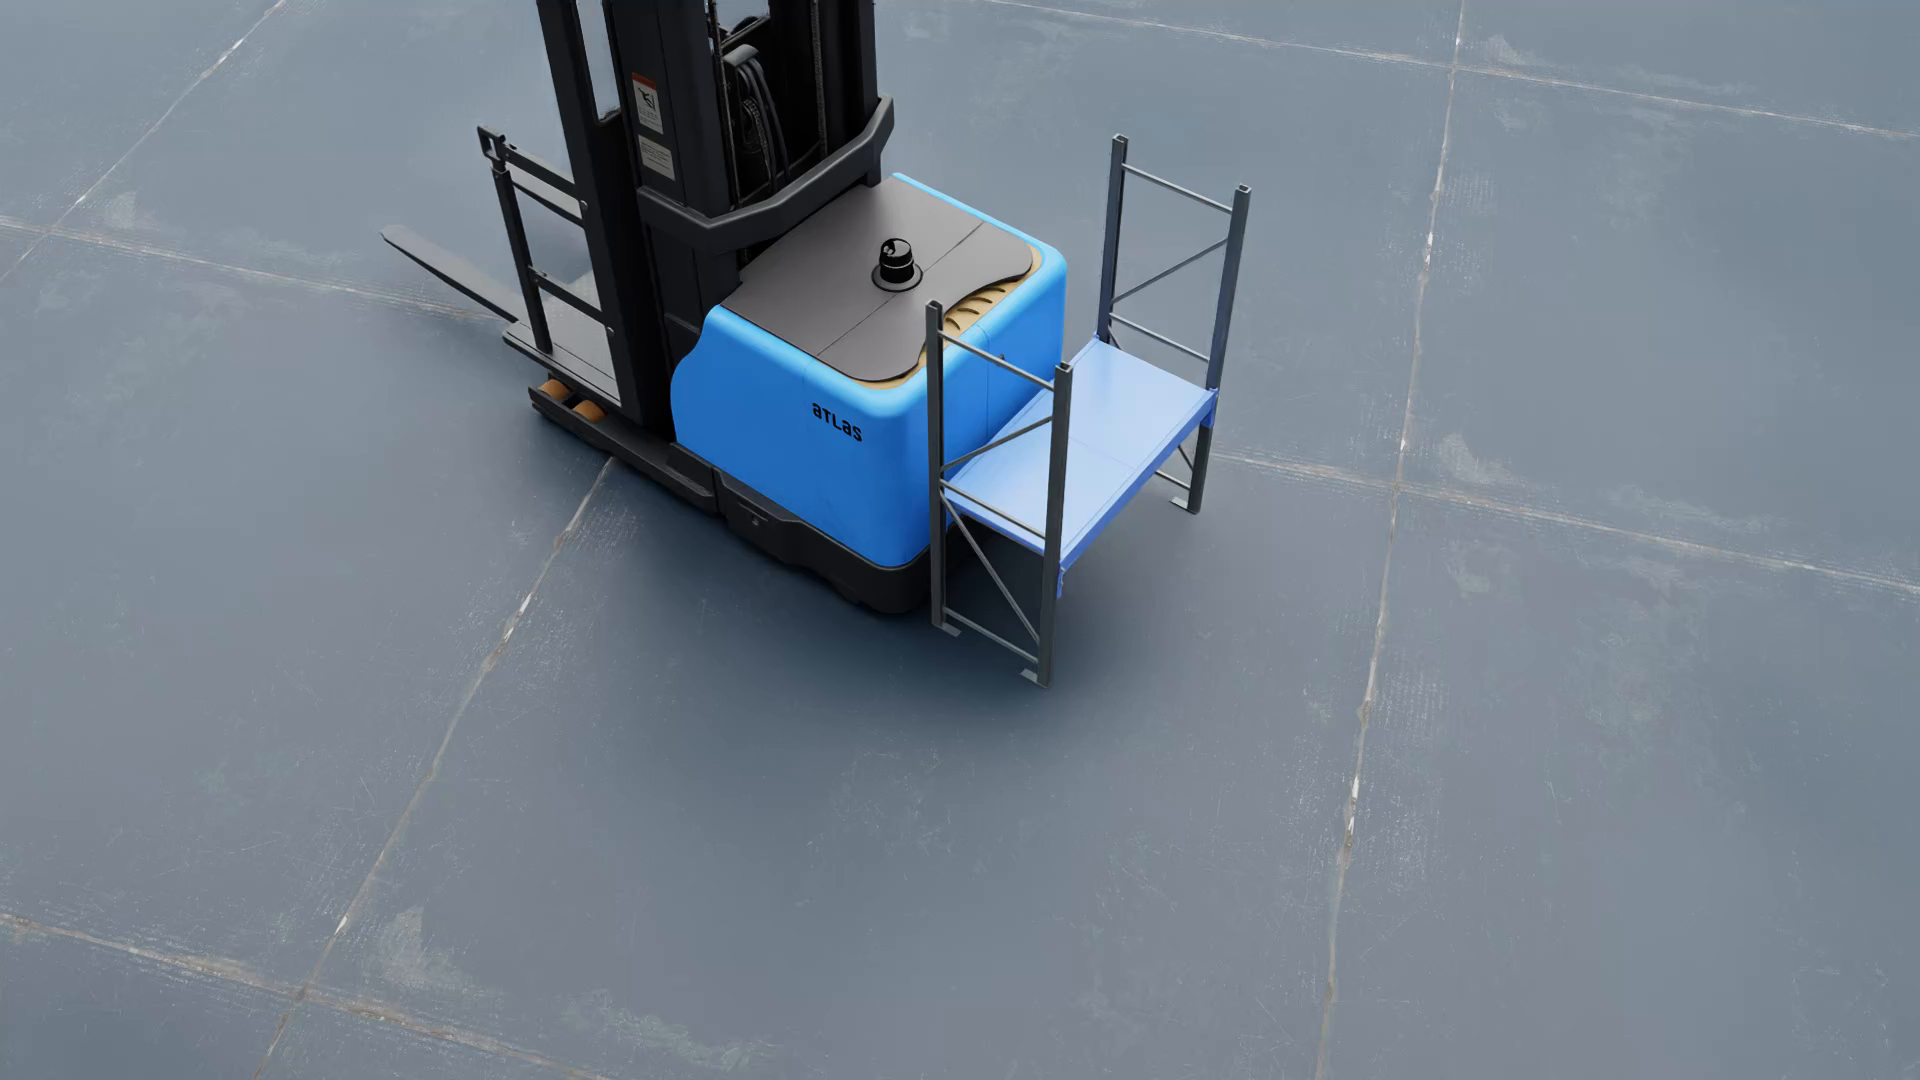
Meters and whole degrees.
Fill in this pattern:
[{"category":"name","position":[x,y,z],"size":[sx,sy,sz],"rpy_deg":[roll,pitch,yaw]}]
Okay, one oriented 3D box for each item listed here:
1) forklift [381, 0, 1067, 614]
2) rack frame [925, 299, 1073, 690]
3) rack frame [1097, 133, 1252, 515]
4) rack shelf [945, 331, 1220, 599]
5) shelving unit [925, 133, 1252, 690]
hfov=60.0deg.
[{"category":"forklift","position":[-1.087,-1.638,5.741],"size":[3.031,2.935,1.130],"rpy_deg":[31,55,24]},{"category":"rack frame","position":[0.109,-0.093,5.332],"size":[0.500,1.500,0.032],"rpy_deg":[29,54,23]},{"category":"rack frame","position":[0.706,-0.710,5.876],"size":[0.500,1.500,0.032],"rpy_deg":[29,54,23]},{"category":"rack shelf","position":[0.408,-0.282,5.739],"size":[0.538,0.185,1.000],"rpy_deg":[29,54,23]},{"category":"shelving unit","position":[0.408,-0.401,5.604],"size":[0.538,1.500,1.048],"rpy_deg":[29,54,23]}]
